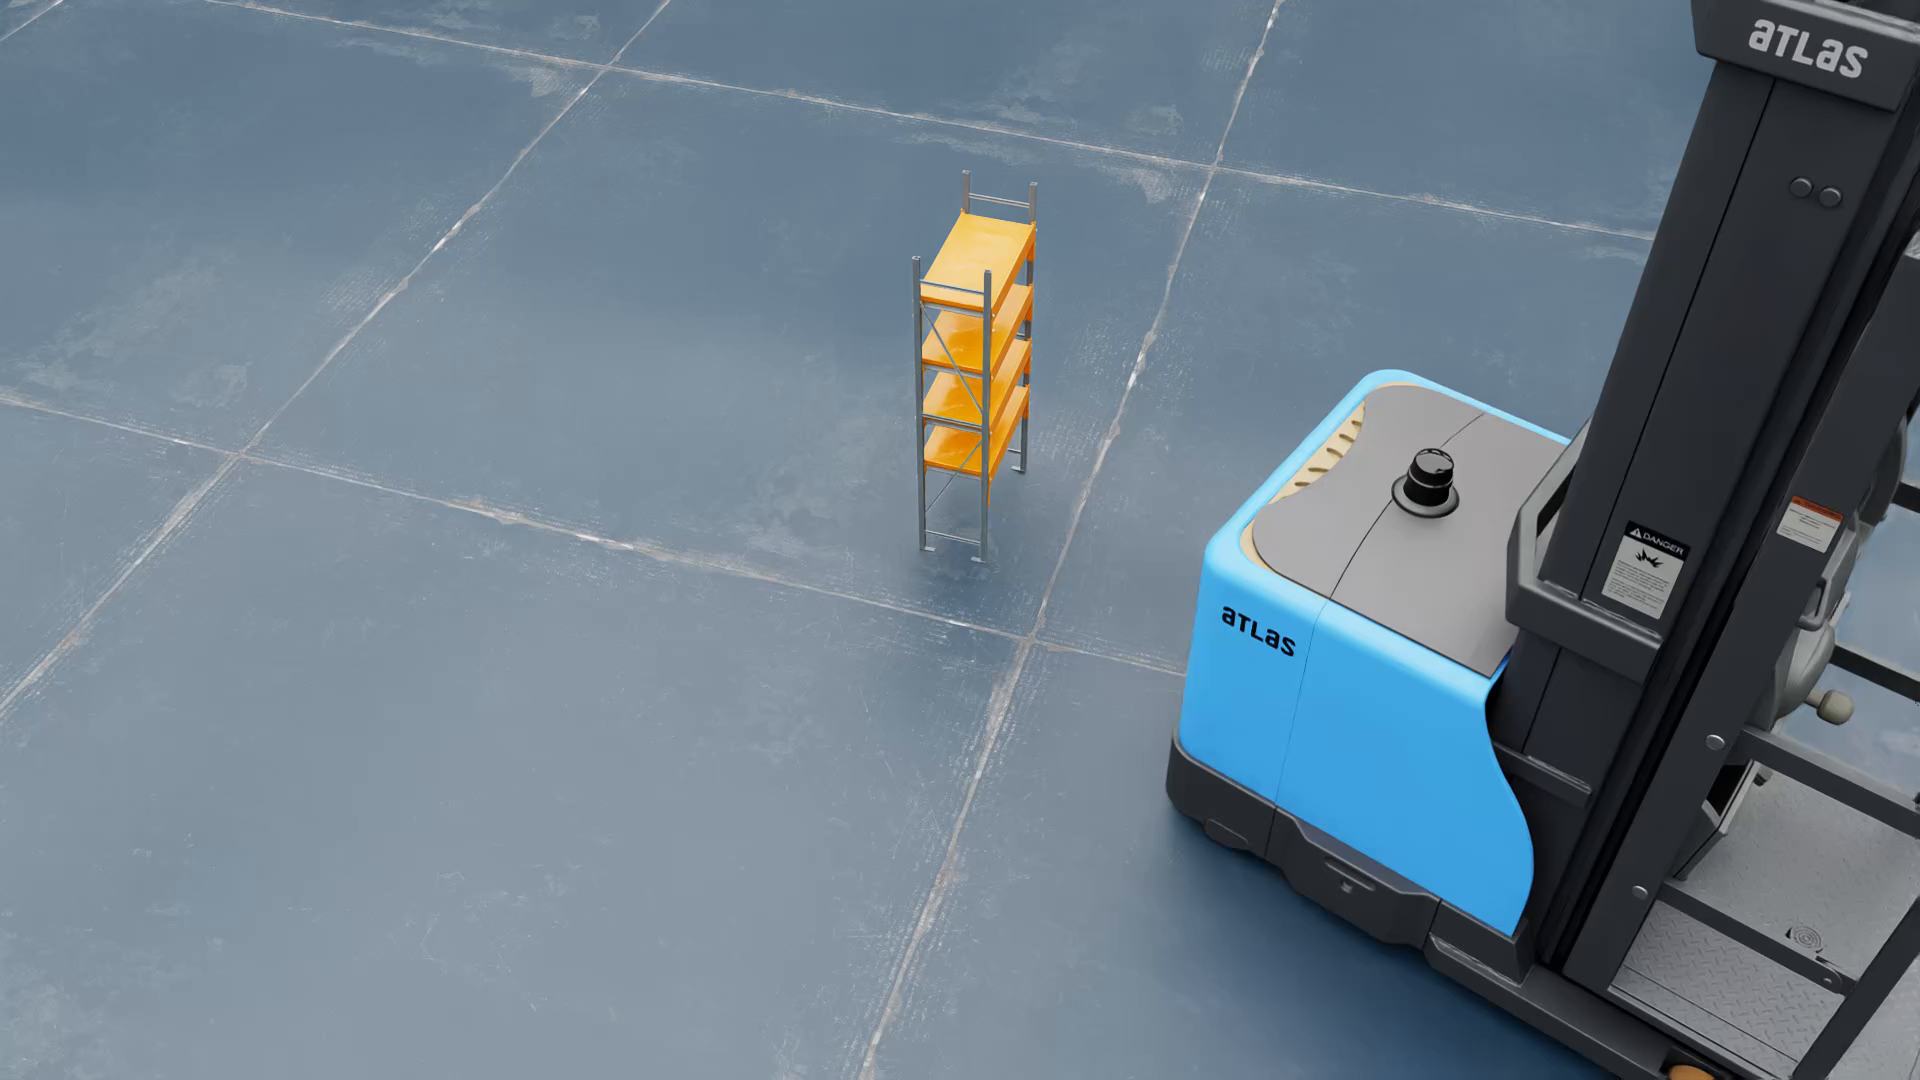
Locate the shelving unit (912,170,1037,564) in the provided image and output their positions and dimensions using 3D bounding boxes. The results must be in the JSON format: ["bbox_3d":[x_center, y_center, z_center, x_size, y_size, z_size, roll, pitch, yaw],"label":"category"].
[{"bbox_3d":[0.050,-0.539,5.443,0.258,1.200,0.503,13,46,13],"label":"shelving unit"}]

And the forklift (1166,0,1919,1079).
[{"bbox_3d":[2.084,0.103,3.549,3.031,2.935,1.130,28,51,26],"label":"forklift"}]

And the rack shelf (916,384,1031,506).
[{"bbox_3d":[0.050,-0.349,5.629,0.258,0.148,0.480,13,46,13],"label":"rack shelf"}]

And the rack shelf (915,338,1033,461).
[{"bbox_3d":[0.050,-0.491,5.490,0.258,0.148,0.480,13,46,13],"label":"rack shelf"}]

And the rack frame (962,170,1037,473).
[{"bbox_3d":[0.124,-0.702,5.609,0.240,1.200,0.015,13,46,13],"label":"rack frame"}]

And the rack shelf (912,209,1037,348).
[{"bbox_3d":[0.050,-0.820,5.168,0.258,0.148,0.480,13,46,13],"label":"rack shelf"}]

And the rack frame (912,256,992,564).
[{"bbox_3d":[-0.024,-0.377,5.277,0.240,1.200,0.015,13,46,13],"label":"rack frame"}]

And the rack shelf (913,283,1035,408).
[{"bbox_3d":[0.050,-0.651,5.334,0.258,0.148,0.480,13,46,13],"label":"rack shelf"}]
